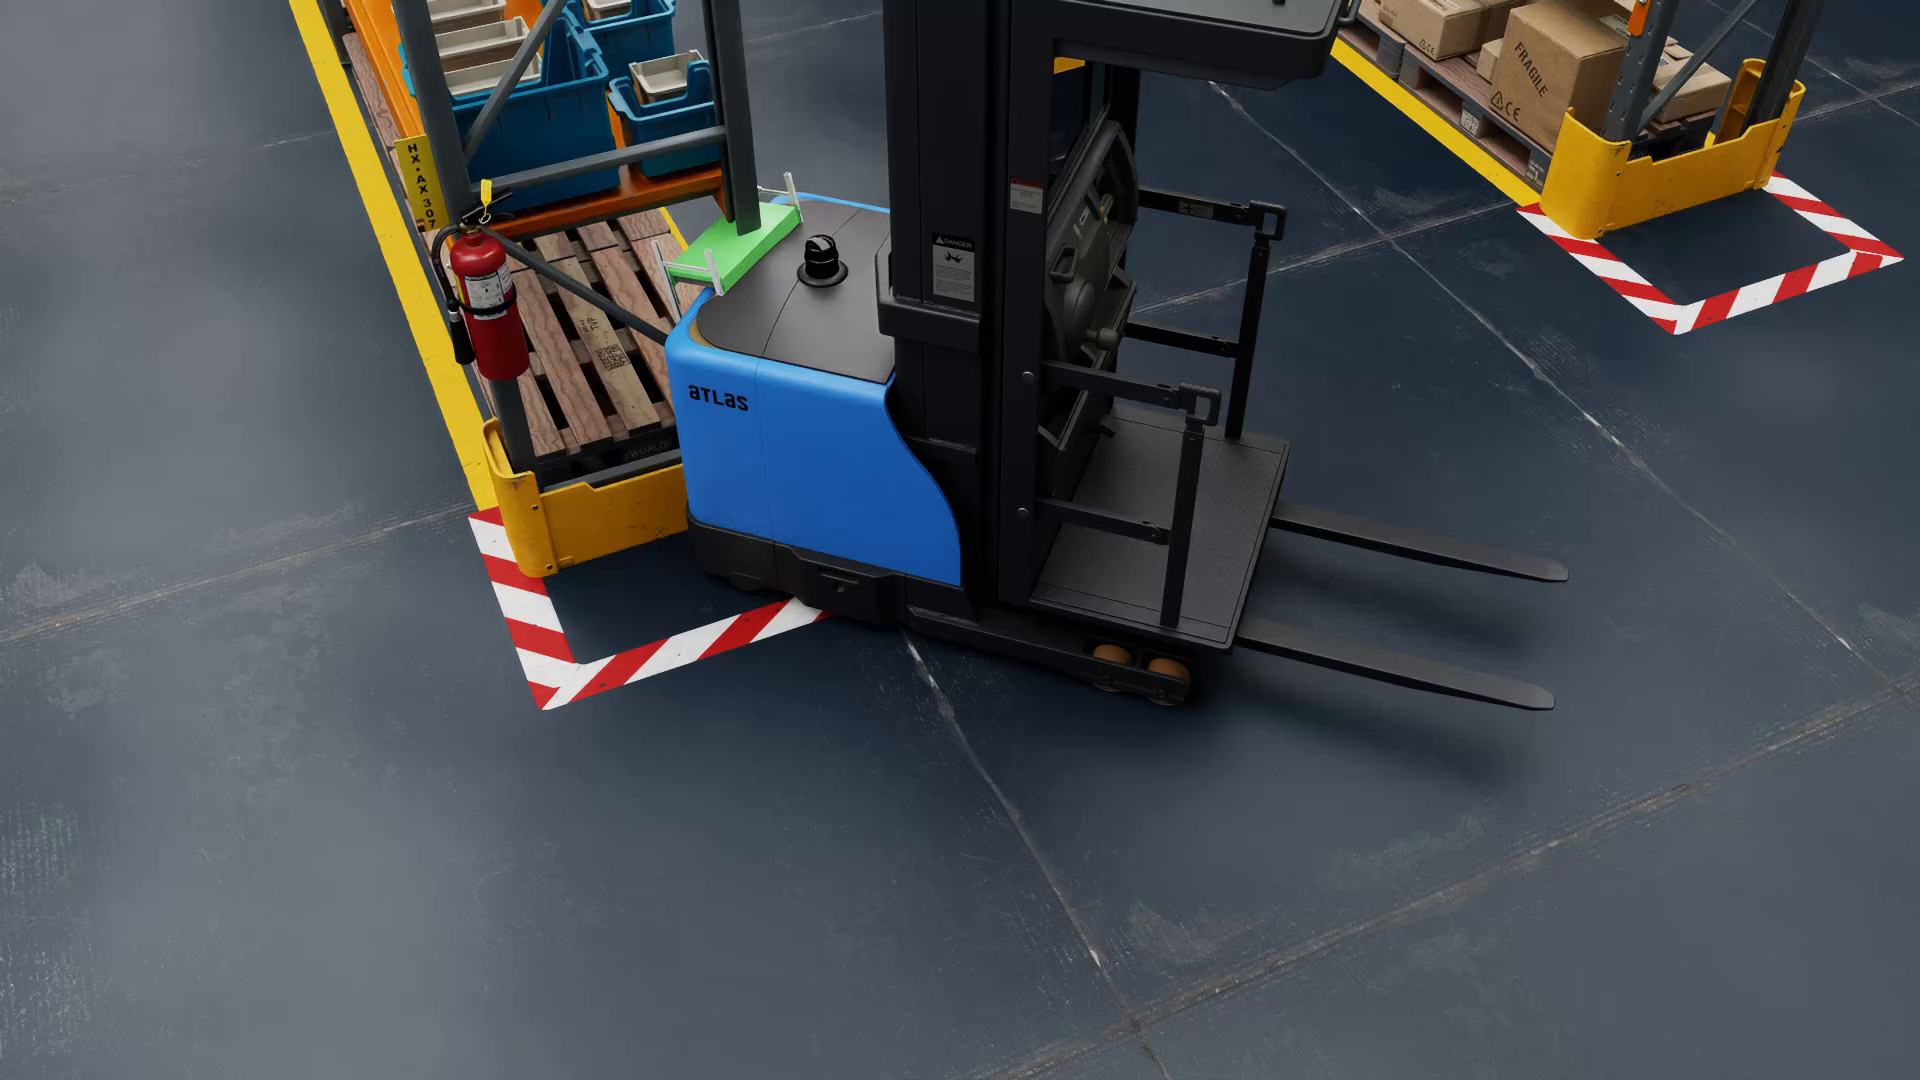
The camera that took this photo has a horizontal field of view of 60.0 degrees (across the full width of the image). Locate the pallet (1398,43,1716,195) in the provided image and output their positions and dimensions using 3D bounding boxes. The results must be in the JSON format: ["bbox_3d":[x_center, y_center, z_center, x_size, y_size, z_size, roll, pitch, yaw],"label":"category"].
[{"bbox_3d":[2.971,-2.229,8.359,1.003,0.211,1.213,-18,47,-17],"label":"pallet"}]

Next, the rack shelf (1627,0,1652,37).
[{"bbox_3d":[2.498,-3.684,8.360,1.077,0.370,4.000,-18,47,-17],"label":"rack shelf"}]

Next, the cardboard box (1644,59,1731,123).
[{"bbox_3d":[3.475,-2.176,8.036,0.380,0.149,0.250,-18,47,-17],"label":"cardboard box"}]

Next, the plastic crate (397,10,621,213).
[{"bbox_3d":[-1.467,-1.398,5.463,0.616,0.435,0.499,-18,47,-17],"label":"plastic crate"}]

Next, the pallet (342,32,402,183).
[{"bbox_3d":[-2.494,-2.305,8.435,1.003,0.211,1.213,-18,47,-17],"label":"pallet"}]

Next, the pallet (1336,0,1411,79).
[{"bbox_3d":[2.462,-3.006,9.146,1.003,0.211,1.213,-18,47,-17],"label":"pallet"}]

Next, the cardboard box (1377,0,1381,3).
[{"bbox_3d":[2.452,-3.287,8.910,0.797,0.503,0.637,-18,47,-17],"label":"cardboard box"}]

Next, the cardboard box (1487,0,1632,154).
[{"bbox_3d":[2.887,-2.206,7.817,0.500,0.500,0.500,-18,47,-17],"label":"cardboard box"}]

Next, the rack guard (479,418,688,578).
[{"bbox_3d":[-1.135,-0.304,6.202,1.175,0.500,0.348,-18,47,-17],"label":"rack guard"}]

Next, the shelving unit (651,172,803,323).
[{"bbox_3d":[-0.703,-0.677,5.988,0.258,1.200,0.503,13,47,27],"label":"shelving unit"}]

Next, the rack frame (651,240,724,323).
[{"bbox_3d":[-0.817,-0.520,5.840,0.240,1.200,0.015,13,47,27],"label":"rack frame"}]

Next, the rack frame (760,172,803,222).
[{"bbox_3d":[-0.589,-0.834,6.135,0.240,1.200,0.015,13,47,27],"label":"rack frame"}]

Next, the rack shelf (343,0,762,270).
[{"bbox_3d":[-1.997,-2.224,6.880,1.077,0.370,4.000,-18,47,-17],"label":"rack shelf"}]

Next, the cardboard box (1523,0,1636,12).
[{"bbox_3d":[3.158,-2.593,8.386,0.500,0.250,0.500,-18,47,-17],"label":"cardboard box"}]

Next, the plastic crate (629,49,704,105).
[{"bbox_3d":[-1.021,-1.616,5.897,0.250,0.136,0.298,-18,47,-17],"label":"plastic crate"}]

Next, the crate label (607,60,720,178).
[{"bbox_3d":[-0.962,-1.422,5.632,0.416,0.233,0.303,-18,47,-17],"label":"crate label"}]

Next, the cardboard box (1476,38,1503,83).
[{"bbox_3d":[2.799,-2.372,8.223,0.380,0.166,0.250,-18,47,-17],"label":"cardboard box"}]

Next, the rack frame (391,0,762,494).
[{"bbox_3d":[-1.157,-1.205,5.336,1.000,3.000,0.127,-18,47,-17],"label":"rack frame"}]

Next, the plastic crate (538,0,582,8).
[{"bbox_3d":[-1.515,-2.261,6.482,0.416,0.233,0.300,-18,47,-17],"label":"plastic crate"}]

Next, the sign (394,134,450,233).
[{"bbox_3d":[-1.649,-1.091,5.104,0.100,0.325,0.005,-18,47,-17],"label":"sign"}]

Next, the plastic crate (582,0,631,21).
[{"bbox_3d":[-1.307,-2.049,6.336,0.250,0.136,0.298,-18,47,-17],"label":"plastic crate"}]

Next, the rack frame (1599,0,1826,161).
[{"bbox_3d":[3.339,-2.666,6.816,1.000,3.000,0.127,-18,47,-17],"label":"rack frame"}]

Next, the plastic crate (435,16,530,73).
[{"bbox_3d":[-1.772,-1.788,6.072,0.396,0.136,0.243,-18,47,-17],"label":"plastic crate"}]

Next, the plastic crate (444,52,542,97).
[{"bbox_3d":[-1.664,-1.599,5.880,0.396,0.136,0.243,-18,47,-17],"label":"plastic crate"}]

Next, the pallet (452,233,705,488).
[{"bbox_3d":[-1.468,-0.750,6.860,1.003,0.211,1.213,-18,47,-17],"label":"pallet"}]

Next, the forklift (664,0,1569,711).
[{"bbox_3d":[0.595,-0.901,5.077,3.031,2.935,1.130,13,46,13],"label":"forklift"}]

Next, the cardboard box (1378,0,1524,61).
[{"bbox_3d":[2.515,-2.732,8.527,0.500,0.250,0.500,-18,47,-17],"label":"cardboard box"}]

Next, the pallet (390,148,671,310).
[{"bbox_3d":[-1.977,-1.526,7.646,1.003,0.211,1.213,-18,47,-17],"label":"pallet"}]

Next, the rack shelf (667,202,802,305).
[{"bbox_3d":[-0.771,-0.984,5.715,0.258,0.148,0.480,13,47,27],"label":"rack shelf"}]

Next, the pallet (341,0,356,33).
[{"bbox_3d":[-3.125,-3.266,9.410,1.003,0.211,1.213,-18,47,-17],"label":"pallet"}]

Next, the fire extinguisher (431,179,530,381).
[{"bbox_3d":[-1.505,-0.815,5.261,0.296,0.674,0.183,-18,47,-17],"label":"fire extinguisher"}]

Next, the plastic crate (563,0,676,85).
[{"bbox_3d":[-1.238,-1.841,6.057,0.416,0.233,0.300,-18,47,-17],"label":"plastic crate"}]

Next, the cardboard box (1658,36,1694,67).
[{"bbox_3d":[3.370,-2.342,8.191,0.380,0.166,0.250,-18,47,-17],"label":"cardboard box"}]

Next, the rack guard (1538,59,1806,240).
[{"bbox_3d":[3.307,-1.825,7.743,1.175,0.500,0.348,-18,47,-17],"label":"rack guard"}]

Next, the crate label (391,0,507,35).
[{"bbox_3d":[-1.912,-1.958,6.244,0.396,0.136,0.243,-18,47,-17],"label":"crate label"}]

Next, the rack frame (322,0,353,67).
[{"bbox_3d":[-2.838,-3.754,7.919,1.000,3.000,0.127,-18,47,-17],"label":"rack frame"}]
